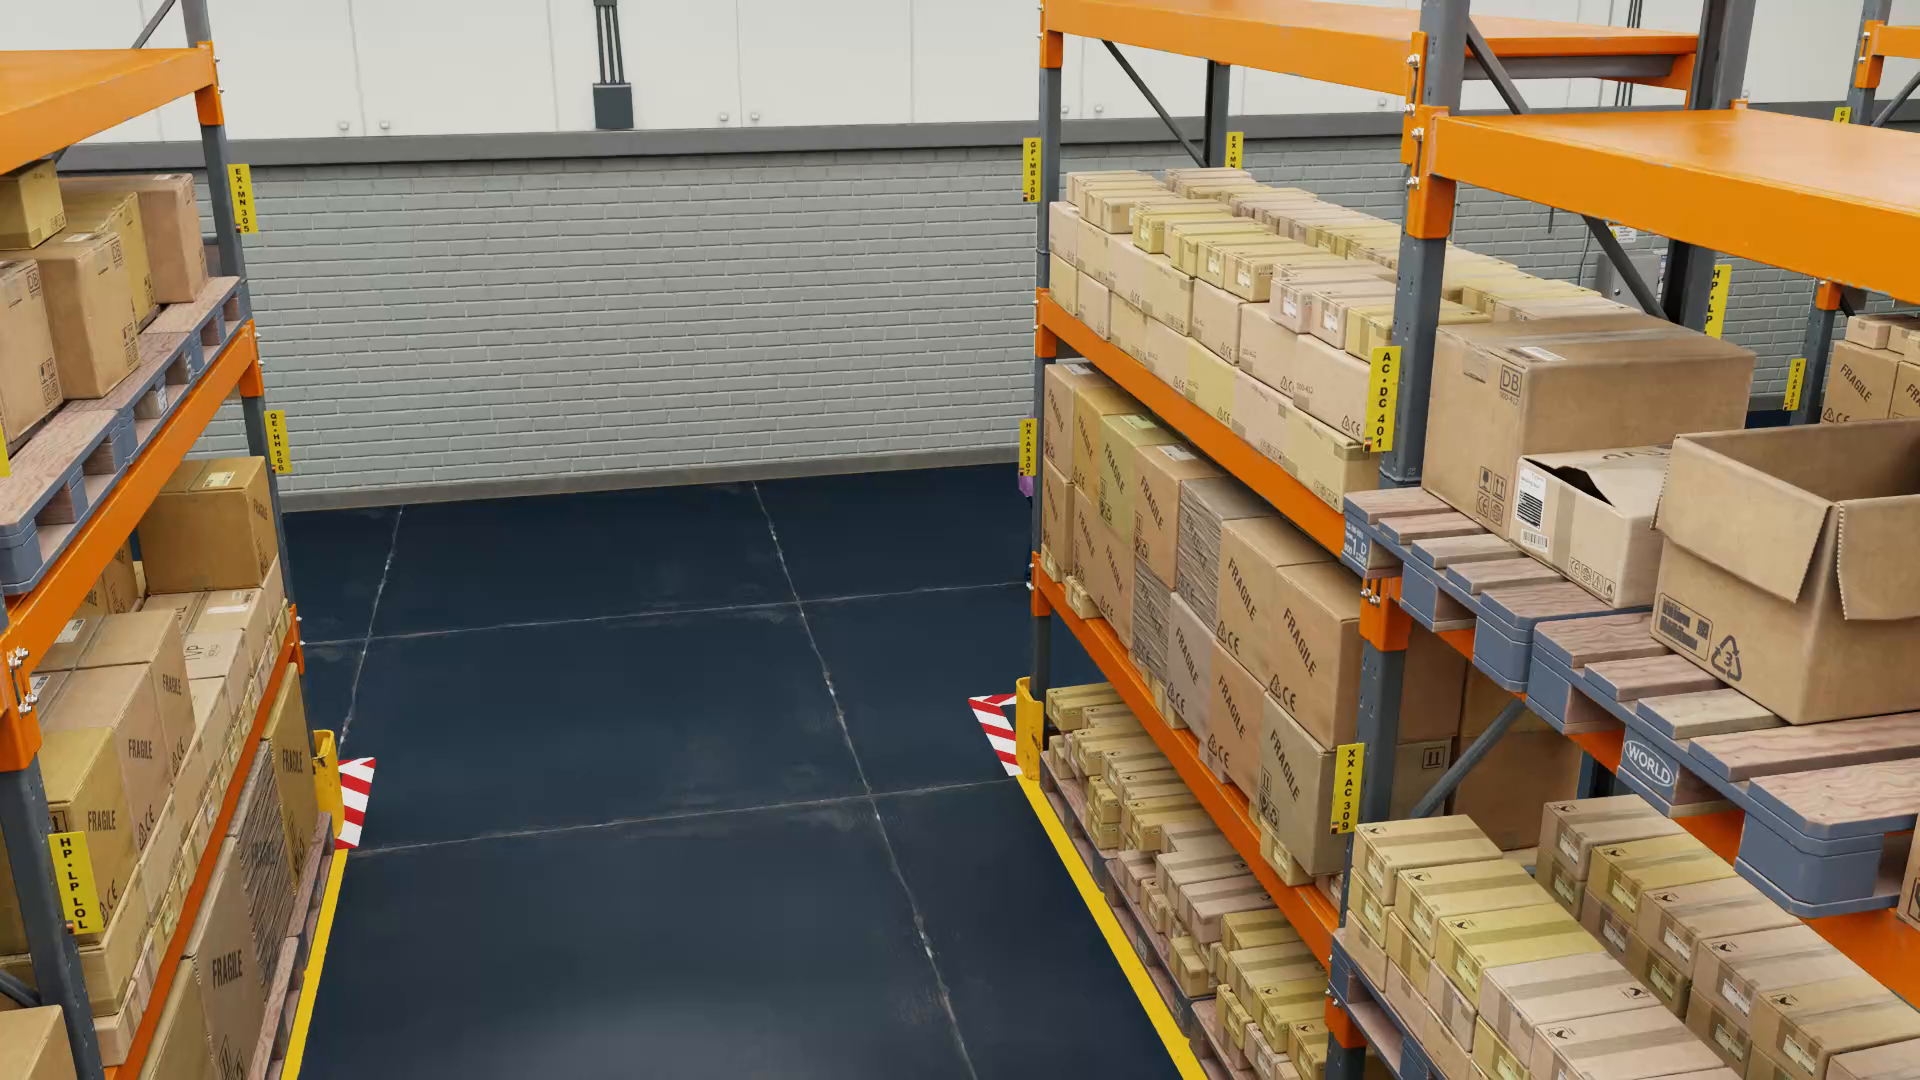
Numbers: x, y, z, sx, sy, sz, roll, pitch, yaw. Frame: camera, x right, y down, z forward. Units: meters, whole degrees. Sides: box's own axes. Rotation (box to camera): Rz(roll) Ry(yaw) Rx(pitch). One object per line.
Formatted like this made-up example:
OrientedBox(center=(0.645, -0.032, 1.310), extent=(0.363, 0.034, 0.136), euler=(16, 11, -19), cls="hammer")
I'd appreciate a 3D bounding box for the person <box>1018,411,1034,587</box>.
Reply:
OrientedBox(center=(0.612, -0.370, 12.112), extent=(0.349, 1.591, 0.478), euler=(-6, 21, -16), cls="person")
